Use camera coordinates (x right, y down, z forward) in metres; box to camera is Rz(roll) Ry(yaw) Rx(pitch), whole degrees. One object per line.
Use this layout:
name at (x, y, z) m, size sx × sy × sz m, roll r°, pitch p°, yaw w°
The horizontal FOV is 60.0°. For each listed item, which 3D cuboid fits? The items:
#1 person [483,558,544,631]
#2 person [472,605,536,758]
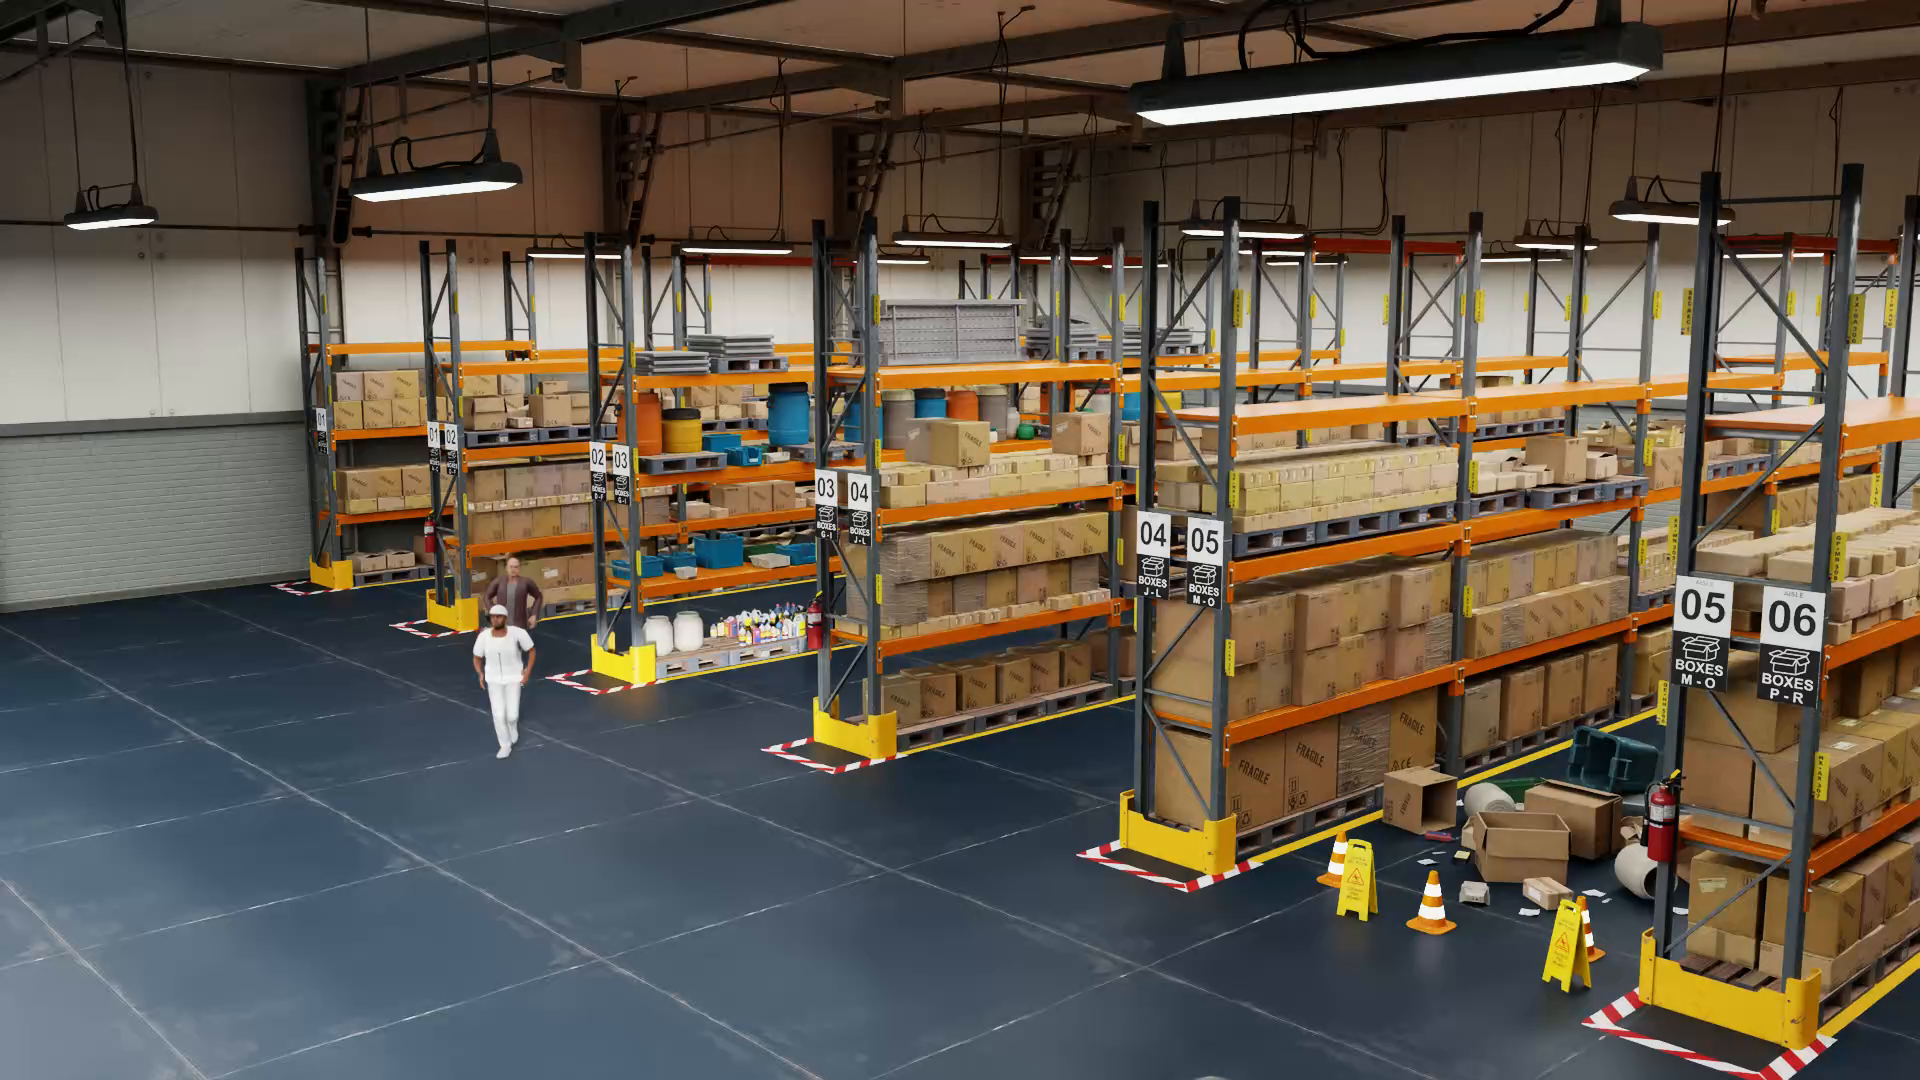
person at (-5.873, 1.099, 21.918) m, size 0.769 × 1.758 × 0.889 m, roll -3°, pitch 9°, yaw -17°
person at (-5.148, 1.578, 18.775) m, size 0.698 × 1.729 × 0.546 m, roll -1°, pitch 8°, yaw -6°
